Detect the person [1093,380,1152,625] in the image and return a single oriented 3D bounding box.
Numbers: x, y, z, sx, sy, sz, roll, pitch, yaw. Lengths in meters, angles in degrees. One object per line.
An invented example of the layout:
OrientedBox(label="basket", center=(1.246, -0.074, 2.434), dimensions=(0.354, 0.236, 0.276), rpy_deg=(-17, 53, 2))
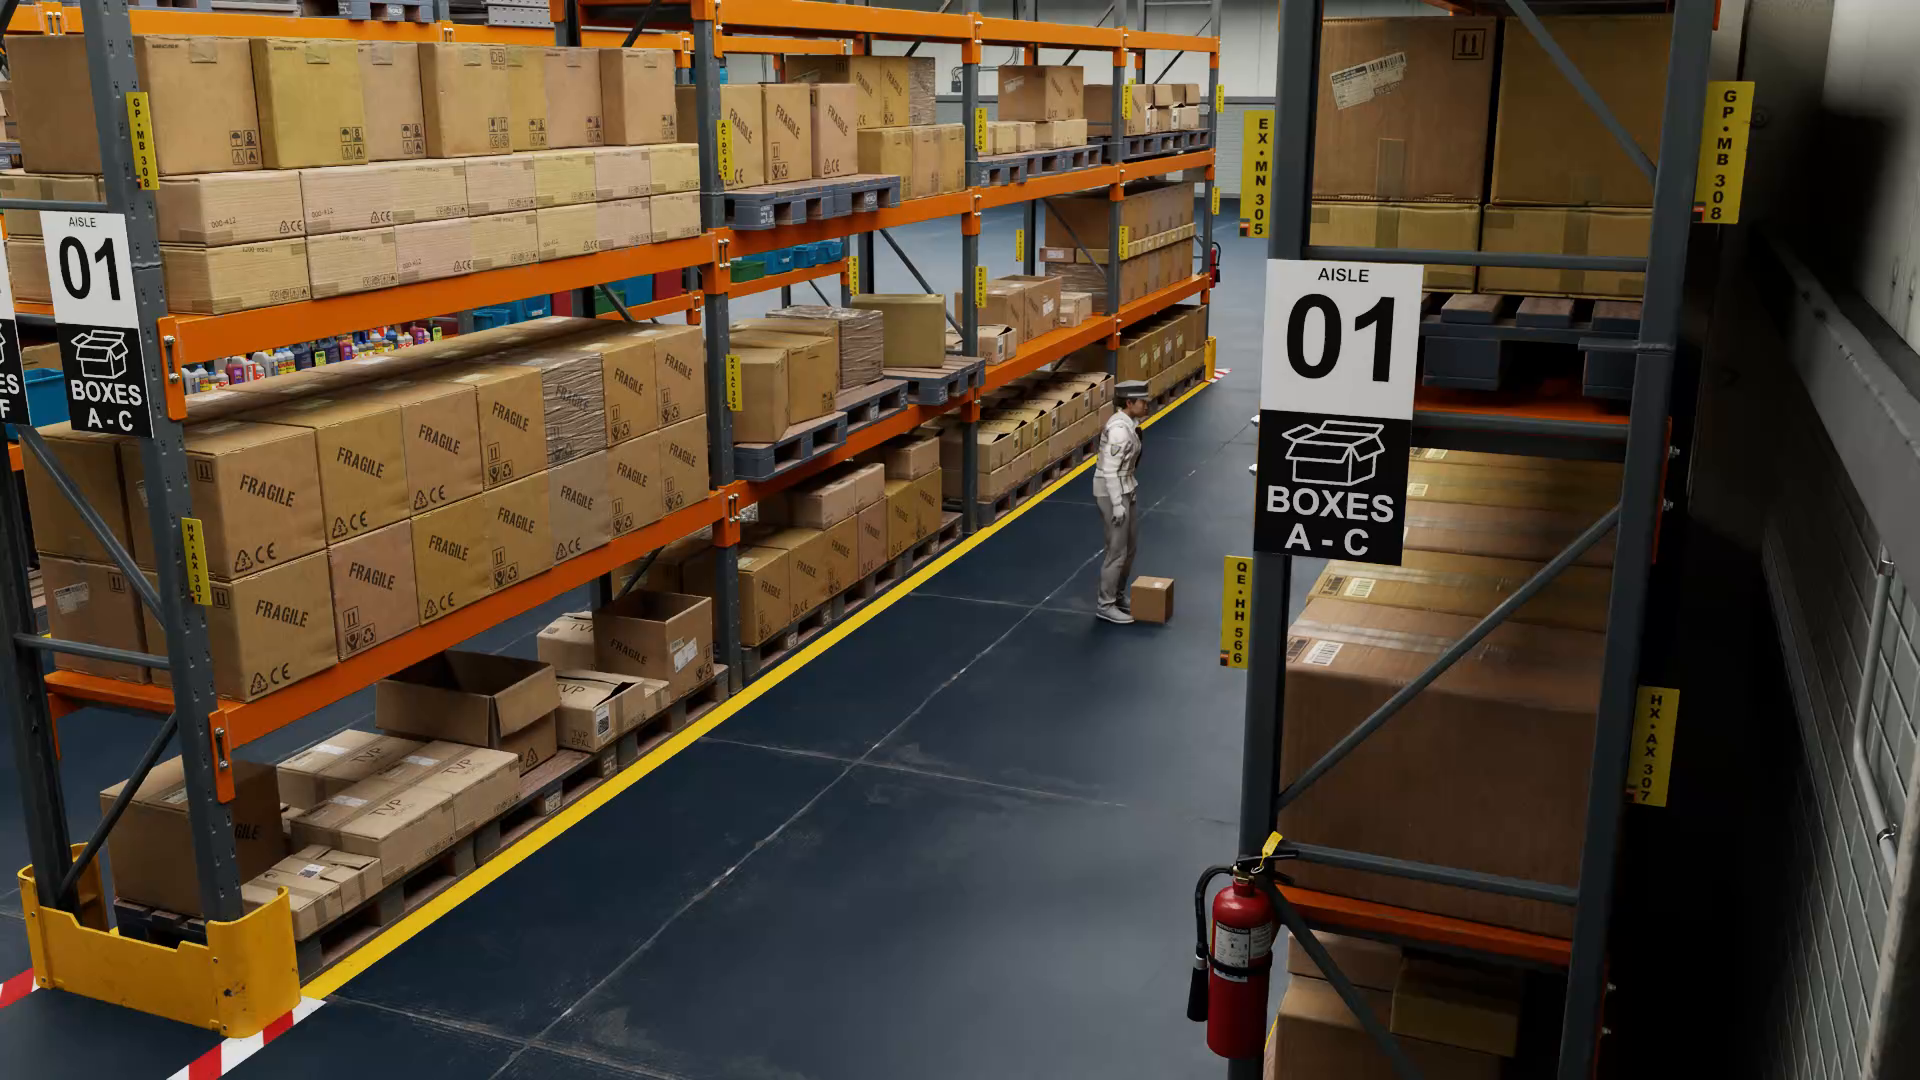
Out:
OrientedBox(label="person", center=(1.119, -0.286, 11.552), dimensions=(0.375, 1.661, 0.541), rpy_deg=(5, 16, 17))
